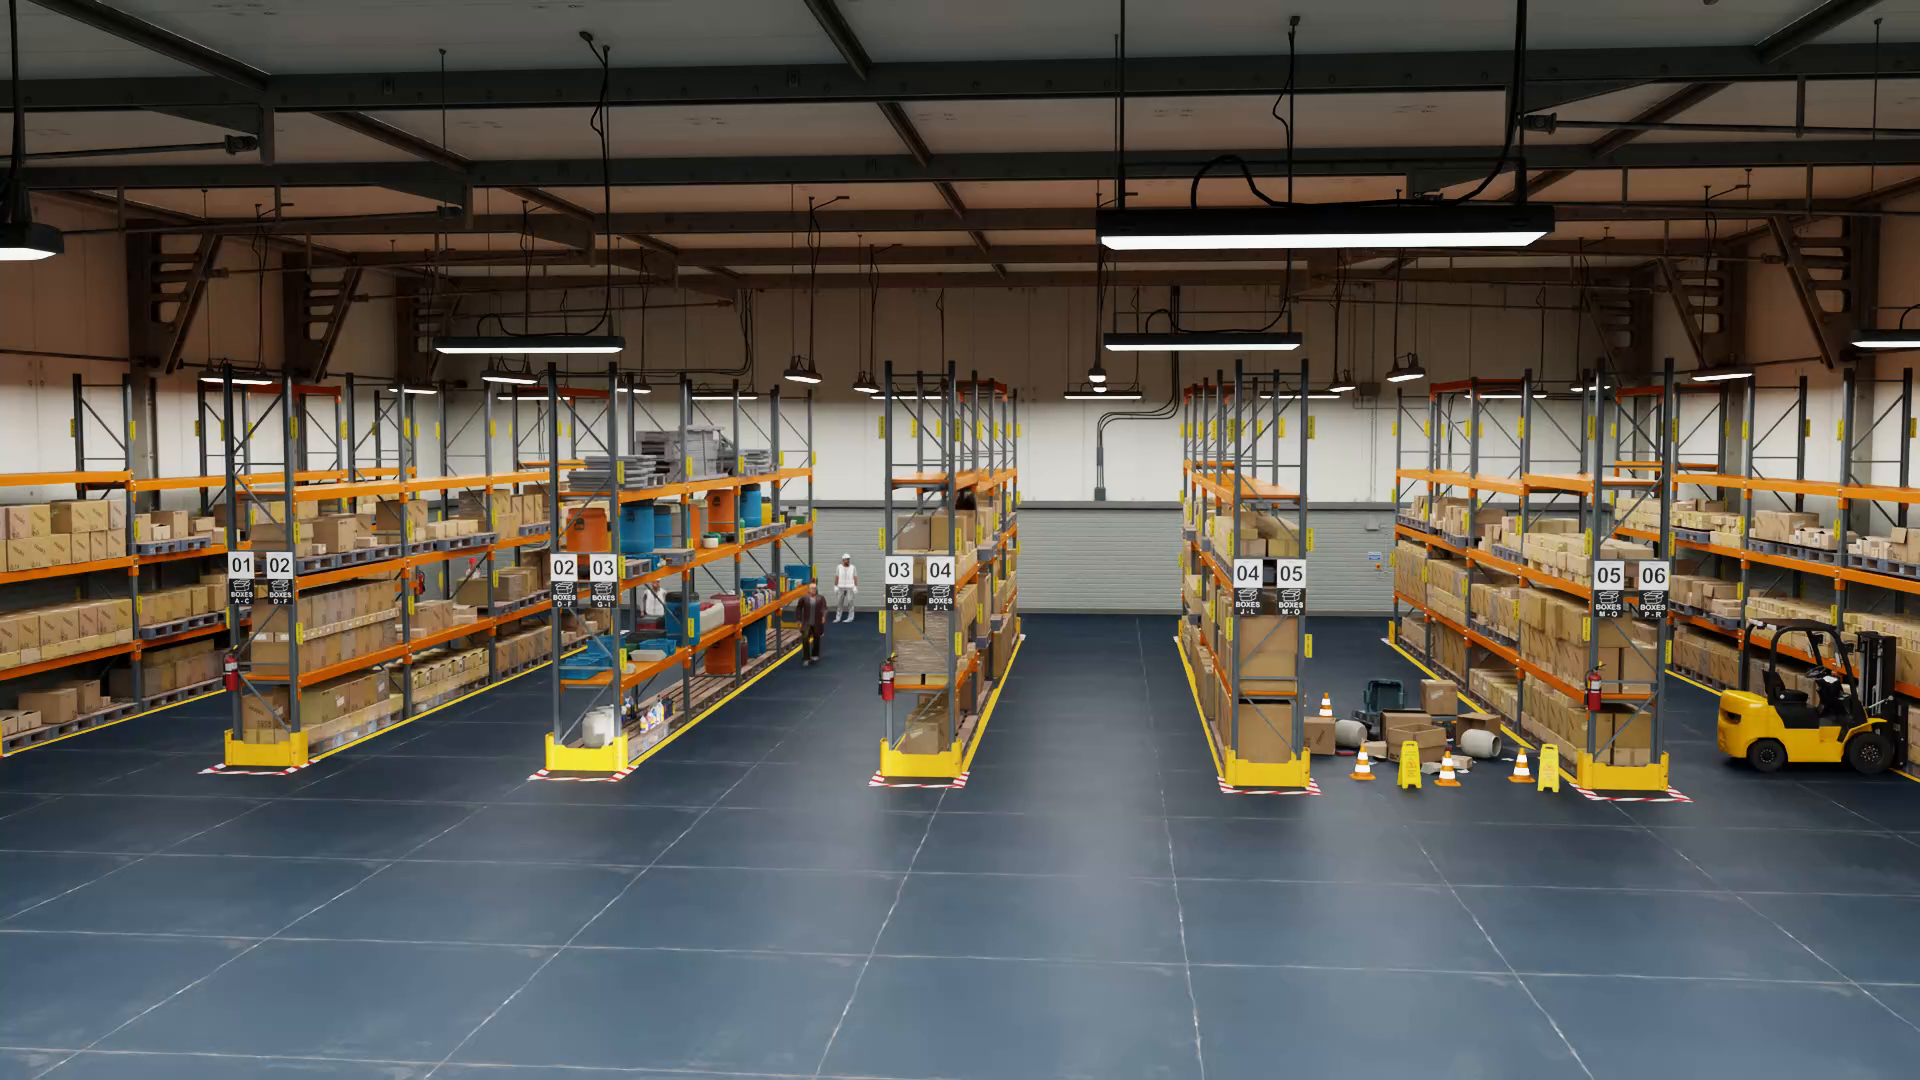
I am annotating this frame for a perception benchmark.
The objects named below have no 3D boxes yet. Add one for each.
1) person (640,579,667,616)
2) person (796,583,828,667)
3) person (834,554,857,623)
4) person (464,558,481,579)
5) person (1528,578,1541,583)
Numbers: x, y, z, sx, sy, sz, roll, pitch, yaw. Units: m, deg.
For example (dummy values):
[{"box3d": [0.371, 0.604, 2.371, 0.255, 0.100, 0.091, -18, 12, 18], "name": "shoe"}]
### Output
[{"box3d": [-6.901, 1.679, 37.524, 0.676, 1.751, 0.992, 0, 4, 4], "name": "person"}, {"box3d": [-3.182, 1.875, 35.665, 0.712, 1.722, 0.936, 0, 4, 5], "name": "person"}, {"box3d": [-2.984, 1.252, 43.372, 0.593, 1.792, 0.422, 1, 4, 13], "name": "person"}, {"box3d": [-12.435, 1.320, 42.306, 0.655, 1.759, 0.606, 0, 4, 7], "name": "person"}, {"box3d": [14.119, 1.431, 40.694, 0.709, 1.772, 0.555, 0, 4, 1], "name": "person"}]
